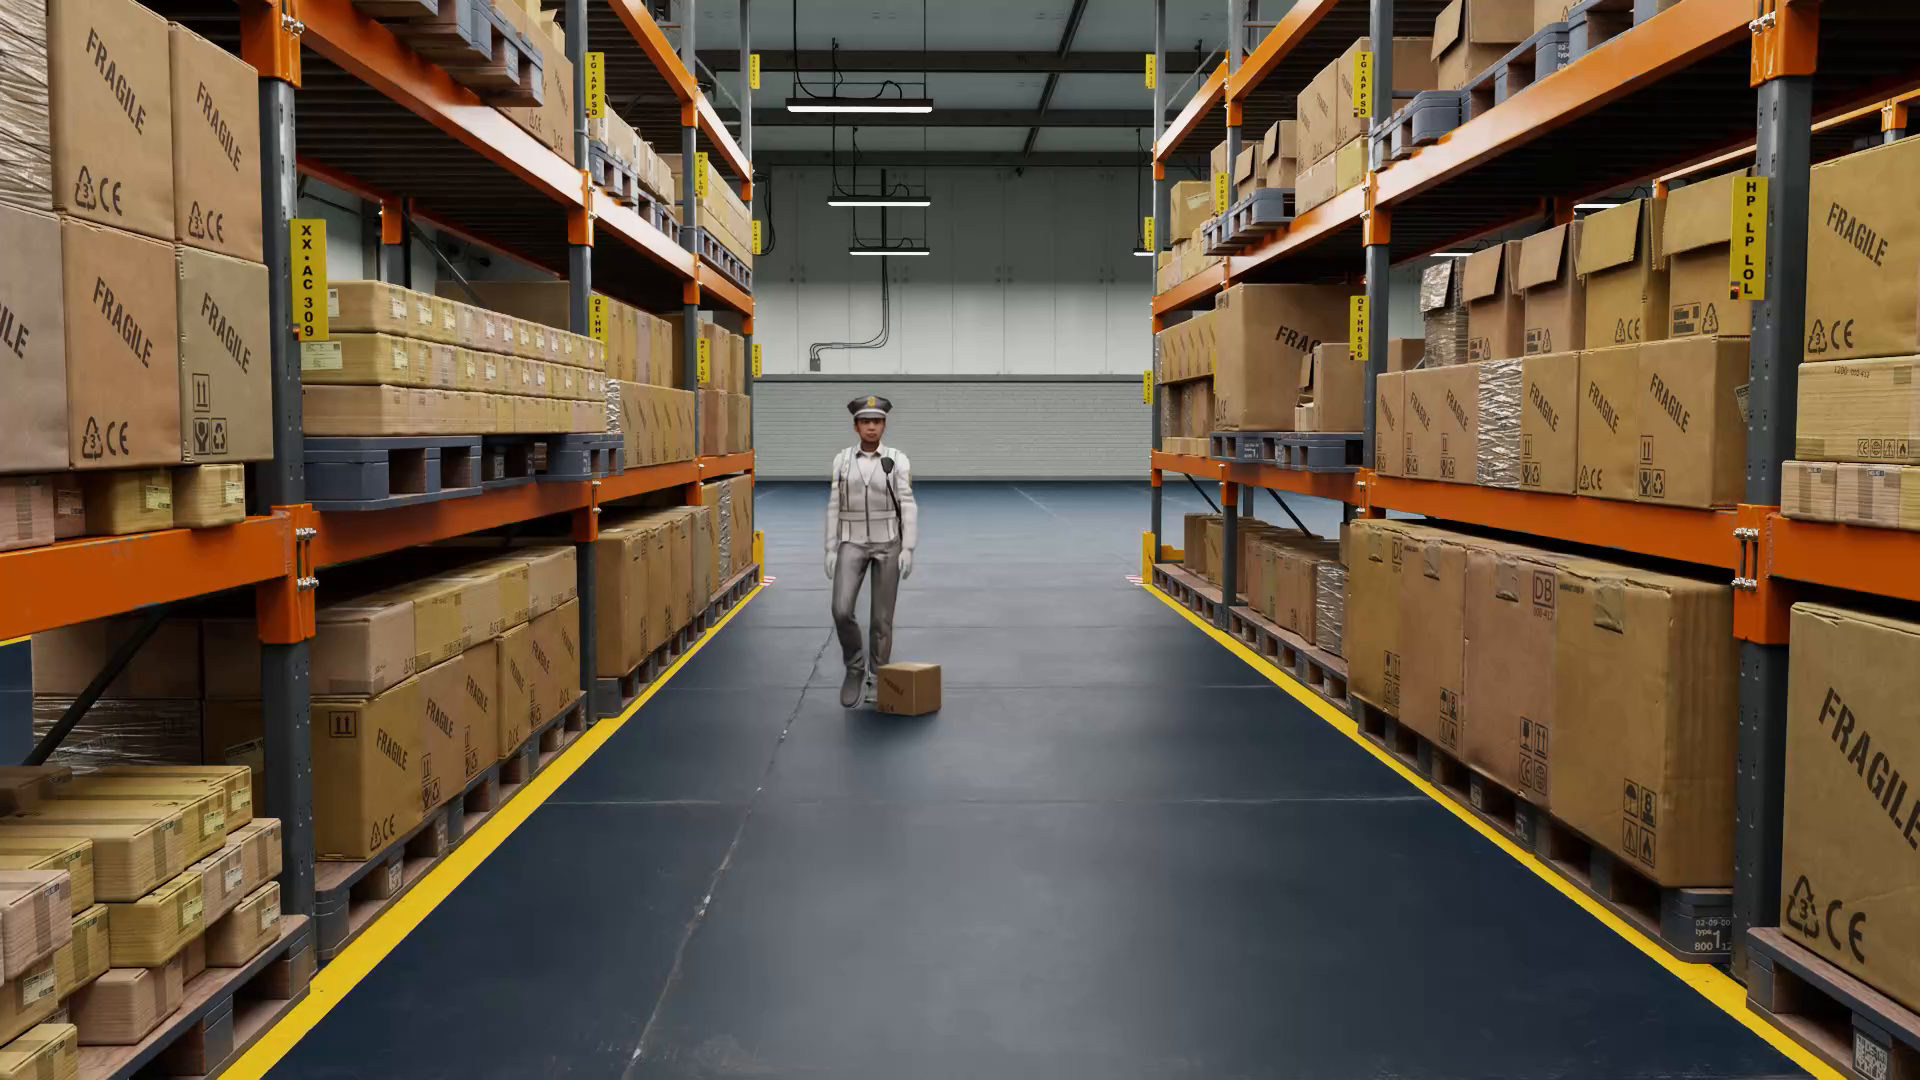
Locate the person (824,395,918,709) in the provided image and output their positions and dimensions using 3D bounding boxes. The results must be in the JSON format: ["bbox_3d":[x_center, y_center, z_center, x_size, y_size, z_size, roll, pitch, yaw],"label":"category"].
[{"bbox_3d":[-0.490,0.069,9.063,0.523,1.716,0.446,0,4,0],"label":"person"}]
